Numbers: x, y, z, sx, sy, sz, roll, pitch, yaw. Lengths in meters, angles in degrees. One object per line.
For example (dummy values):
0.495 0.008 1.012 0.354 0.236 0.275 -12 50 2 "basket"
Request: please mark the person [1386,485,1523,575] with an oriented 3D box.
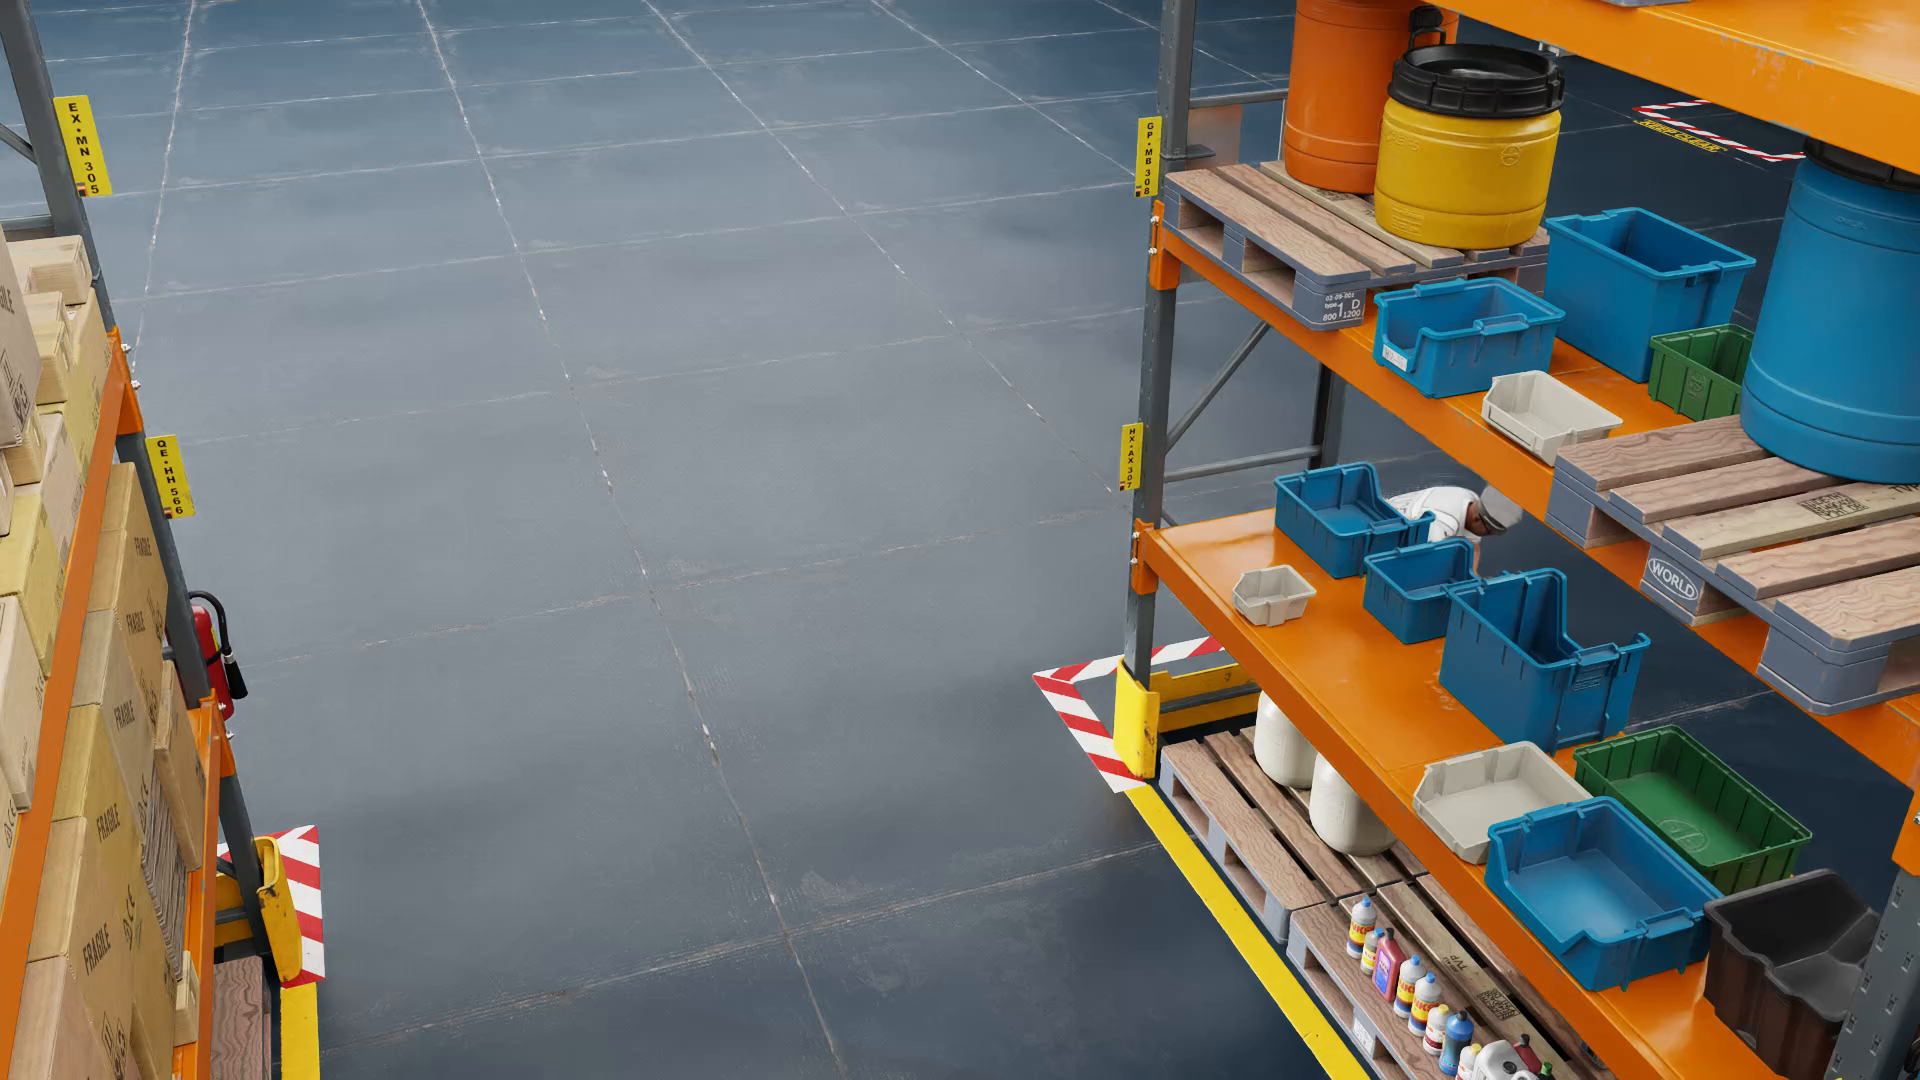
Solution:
2.517 0.087 8.943 0.592 1.013 0.904 -25 38 -36 "person"
